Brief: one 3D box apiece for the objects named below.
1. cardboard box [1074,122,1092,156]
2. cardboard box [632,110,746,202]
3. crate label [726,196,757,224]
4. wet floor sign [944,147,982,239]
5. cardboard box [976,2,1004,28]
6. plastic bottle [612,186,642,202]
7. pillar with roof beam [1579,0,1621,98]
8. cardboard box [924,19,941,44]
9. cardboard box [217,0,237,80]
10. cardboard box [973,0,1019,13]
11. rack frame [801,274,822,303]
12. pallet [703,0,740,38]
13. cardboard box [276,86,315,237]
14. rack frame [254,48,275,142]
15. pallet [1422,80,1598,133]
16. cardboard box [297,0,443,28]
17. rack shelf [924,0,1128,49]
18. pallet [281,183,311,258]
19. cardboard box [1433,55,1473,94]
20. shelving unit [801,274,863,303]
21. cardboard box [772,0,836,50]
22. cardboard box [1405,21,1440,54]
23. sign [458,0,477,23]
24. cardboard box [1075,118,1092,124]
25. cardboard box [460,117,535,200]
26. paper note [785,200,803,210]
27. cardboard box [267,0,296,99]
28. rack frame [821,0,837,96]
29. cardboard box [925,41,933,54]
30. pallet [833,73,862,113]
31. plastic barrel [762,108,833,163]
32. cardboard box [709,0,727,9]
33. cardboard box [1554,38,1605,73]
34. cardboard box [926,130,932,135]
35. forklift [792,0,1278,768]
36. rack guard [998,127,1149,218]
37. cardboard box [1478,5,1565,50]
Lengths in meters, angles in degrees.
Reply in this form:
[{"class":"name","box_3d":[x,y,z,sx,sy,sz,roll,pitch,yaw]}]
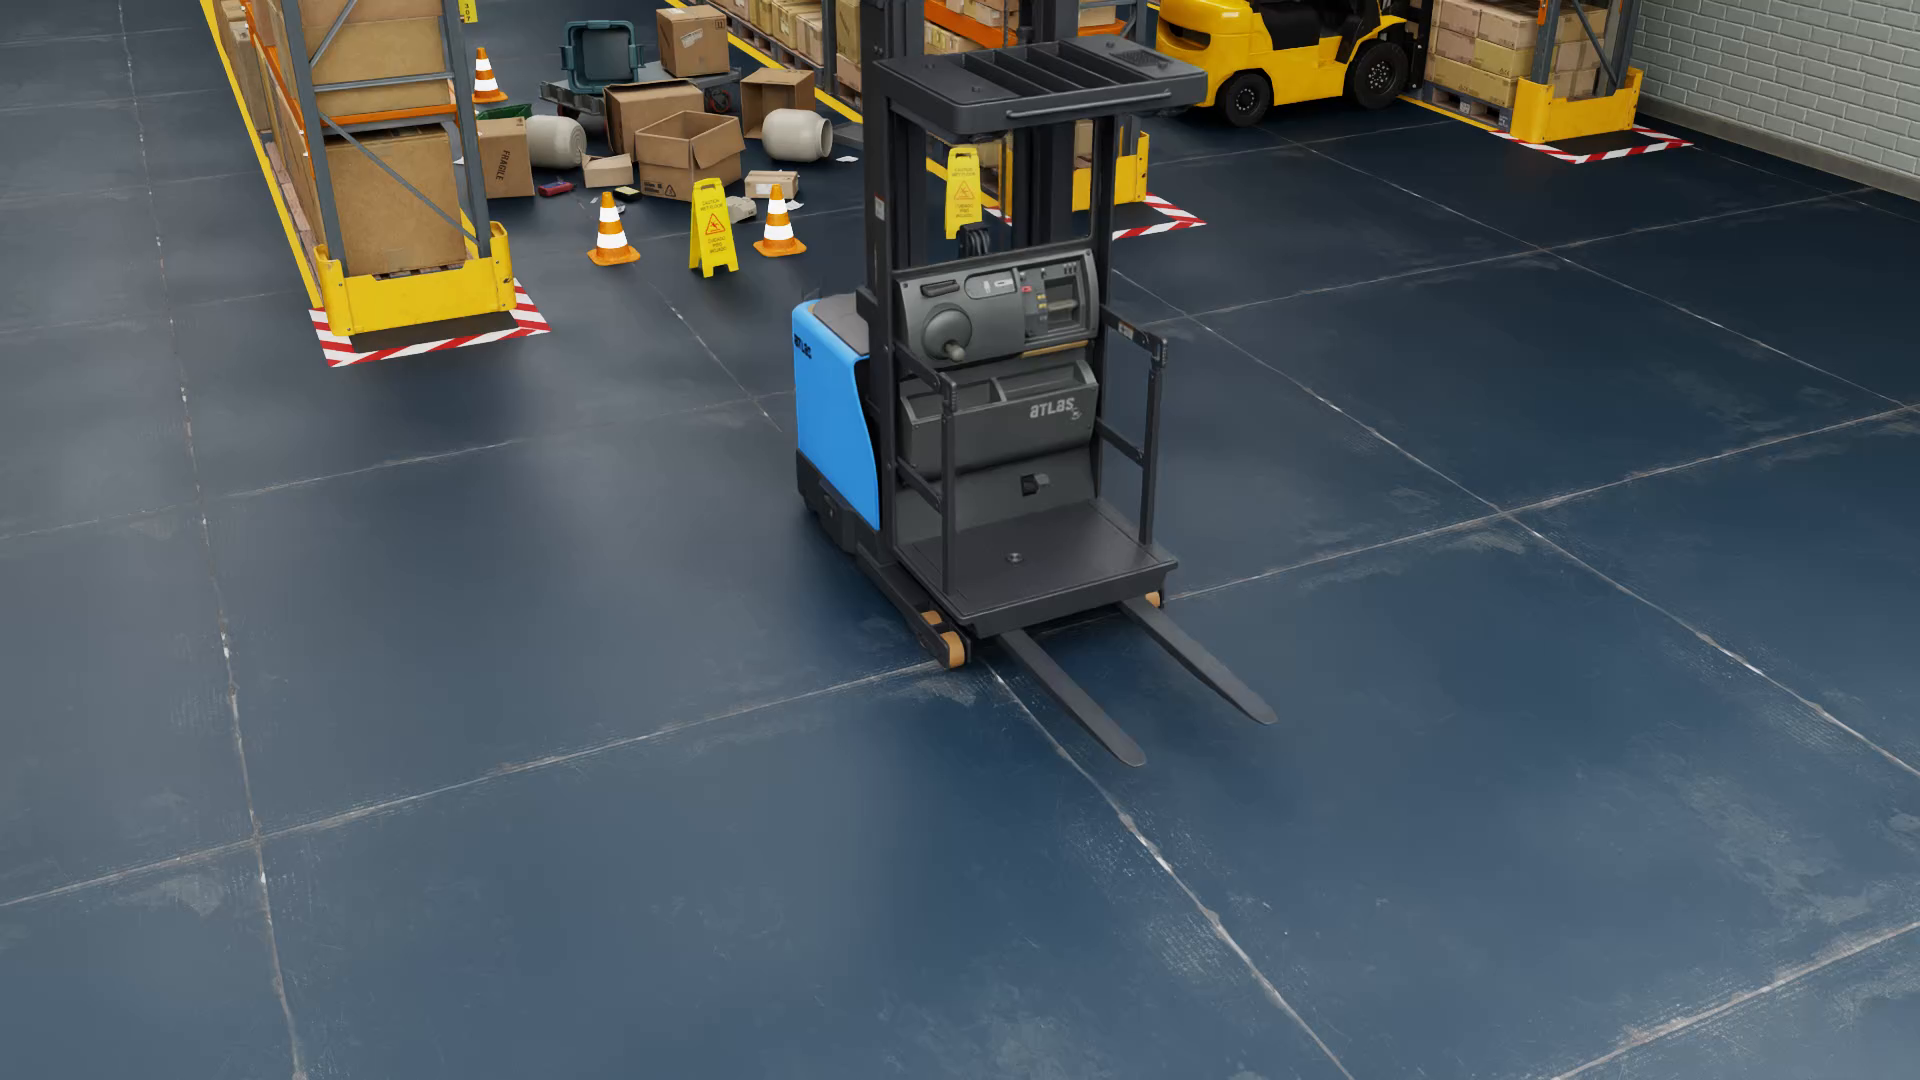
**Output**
[{"class":"cardboard box","box_3d":[0.809,-3.281,13.416,0.500,0.250,0.500,-13,32,-22]},{"class":"cardboard box","box_3d":[-2.135,-3.038,13.153,0.637,0.503,0.797,13,32,21]},{"class":"crate label","box_3d":[-1.694,-2.504,12.576,0.298,0.136,0.250,19,34,30]},{"class":"wet floor sign","box_3d":[0.021,-2.547,12.133,0.267,0.644,0.232,-3,29,-5]},{"class":"cardboard box","box_3d":[0.343,-3.982,12.541,0.380,0.149,0.250,-13,32,-23]},{"class":"plastic bottle","box_3d":[-2.628,-2.718,13.035,0.283,0.061,0.133,26,38,38]},{"class":"pillar with roof beam","box_3d":[2.014,-7.136,11.775,9.100,9.000,0.400,-13,32,-22]},{"class":"cardboard box","box_3d":[-0.109,-4.152,13.540,0.380,0.149,0.250,-12,31,-20]},{"class":"cardboard box","box_3d":[-6.398,-4.861,15.723,1.050,0.750,0.750,-13,32,-21]},{"class":"cardboard box","box_3d":[0.424,-4.238,12.334,0.500,0.500,0.500,-14,32,-23]},{"class":"rack frame","box_3d":[-0.761,-0.865,8.717,0.008,1.050,0.200,12,31,21]},{"class":"pallet","box_3d":[-2.195,-5.855,18.475,1.003,0.211,1.213,-13,32,-22]},{"class":"cardboard box","box_3d":[-4.252,-2.729,11.793,0.875,0.875,0.875,-14,32,-23]},{"class":"rack frame","box_3d":[-5.239,-4.566,13.325,1.000,3.000,0.127,-13,32,-22]},{"class":"pallet","box_3d":[5.021,-4.039,15.237,1.003,0.211,1.213,-13,32,-22]},{"class":"cardboard box","box_3d":[-3.646,-3.507,10.180,0.875,0.550,0.550,-13,32,-22]},{"class":"rack shelf","box_3d":[0.047,-4.452,13.859,1.077,0.370,4.000,-13,32,-22]},{"class":"pallet","box_3d":[-4.455,-2.457,12.416,1.003,0.211,1.213,-13,32,-22]},{"class":"cardboard box","box_3d":[4.695,-4.273,15.186,0.500,0.250,0.500,-13,32,-22]},{"class":"shelving unit","box_3d":[-0.650,-0.840,8.674,0.252,1.050,0.215,12,31,21]},{"class":"cardboard box","box_3d":[-1.351,-5.235,16.776,0.950,0.372,0.625,-11,31,-19]},{"class":"cardboard box","box_3d":[4.449,-4.725,15.481,0.500,0.250,0.500,-14,32,-23]},{"class":"sign","box_3d":[-3.018,-3.325,10.146,0.100,0.325,0.005,-13,32,-22]},{"class":"cardboard box","box_3d":[0.798,-3.618,13.251,0.500,0.500,0.500,-14,32,-24]},{"class":"cardboard box","box_3d":[-3.646,-3.006,13.097,0.500,0.500,0.500,-8,30,-13]},{"class":"paper note","box_3d":[-1.298,-2.587,12.833,0.142,0.019,0.148,26,38,38]},{"class":"cardboard box","box_3d":[-3.978,-3.257,10.838,0.875,0.550,0.550,-13,32,-22]},{"class":"rack frame","box_3d":[-0.812,-5.650,15.258,1.000,3.000,0.127,-13,32,-22]},{"class":"cardboard box","box_3d":[-0.111,-3.947,13.837,0.500,0.500,0.500,-14,32,-23]},{"class":"pallet","box_3d":[-0.491,-4.144,15.424,1.003,0.211,1.213,-13,32,-22]},{"class":"plastic barrel","box_3d":[-1.349,-3.353,13.797,0.512,0.421,0.421,7,30,13]},{"class":"cardboard box","box_3d":[-2.295,-6.202,18.500,0.950,0.372,0.625,-15,33,-25]},{"class":"cardboard box","box_3d":[5.373,-4.380,14.864,0.500,0.250,0.500,-12,32,-21]},{"class":"cardboard box","box_3d":[-0.129,-3.628,14.034,0.500,0.250,0.500,-14,32,-24]},{"class":"forklift","box_3d":[0.274,-0.962,6.970,1.130,2.935,3.031,-14,32,-23]},{"class":"rack guard","box_3d":[0.873,-2.826,12.778,1.175,0.500,0.348,-13,32,-22]},{"class":"cardboard box","box_3d":[4.908,-4.484,14.540,0.500,0.250,0.500,-12,31,-20]}]
